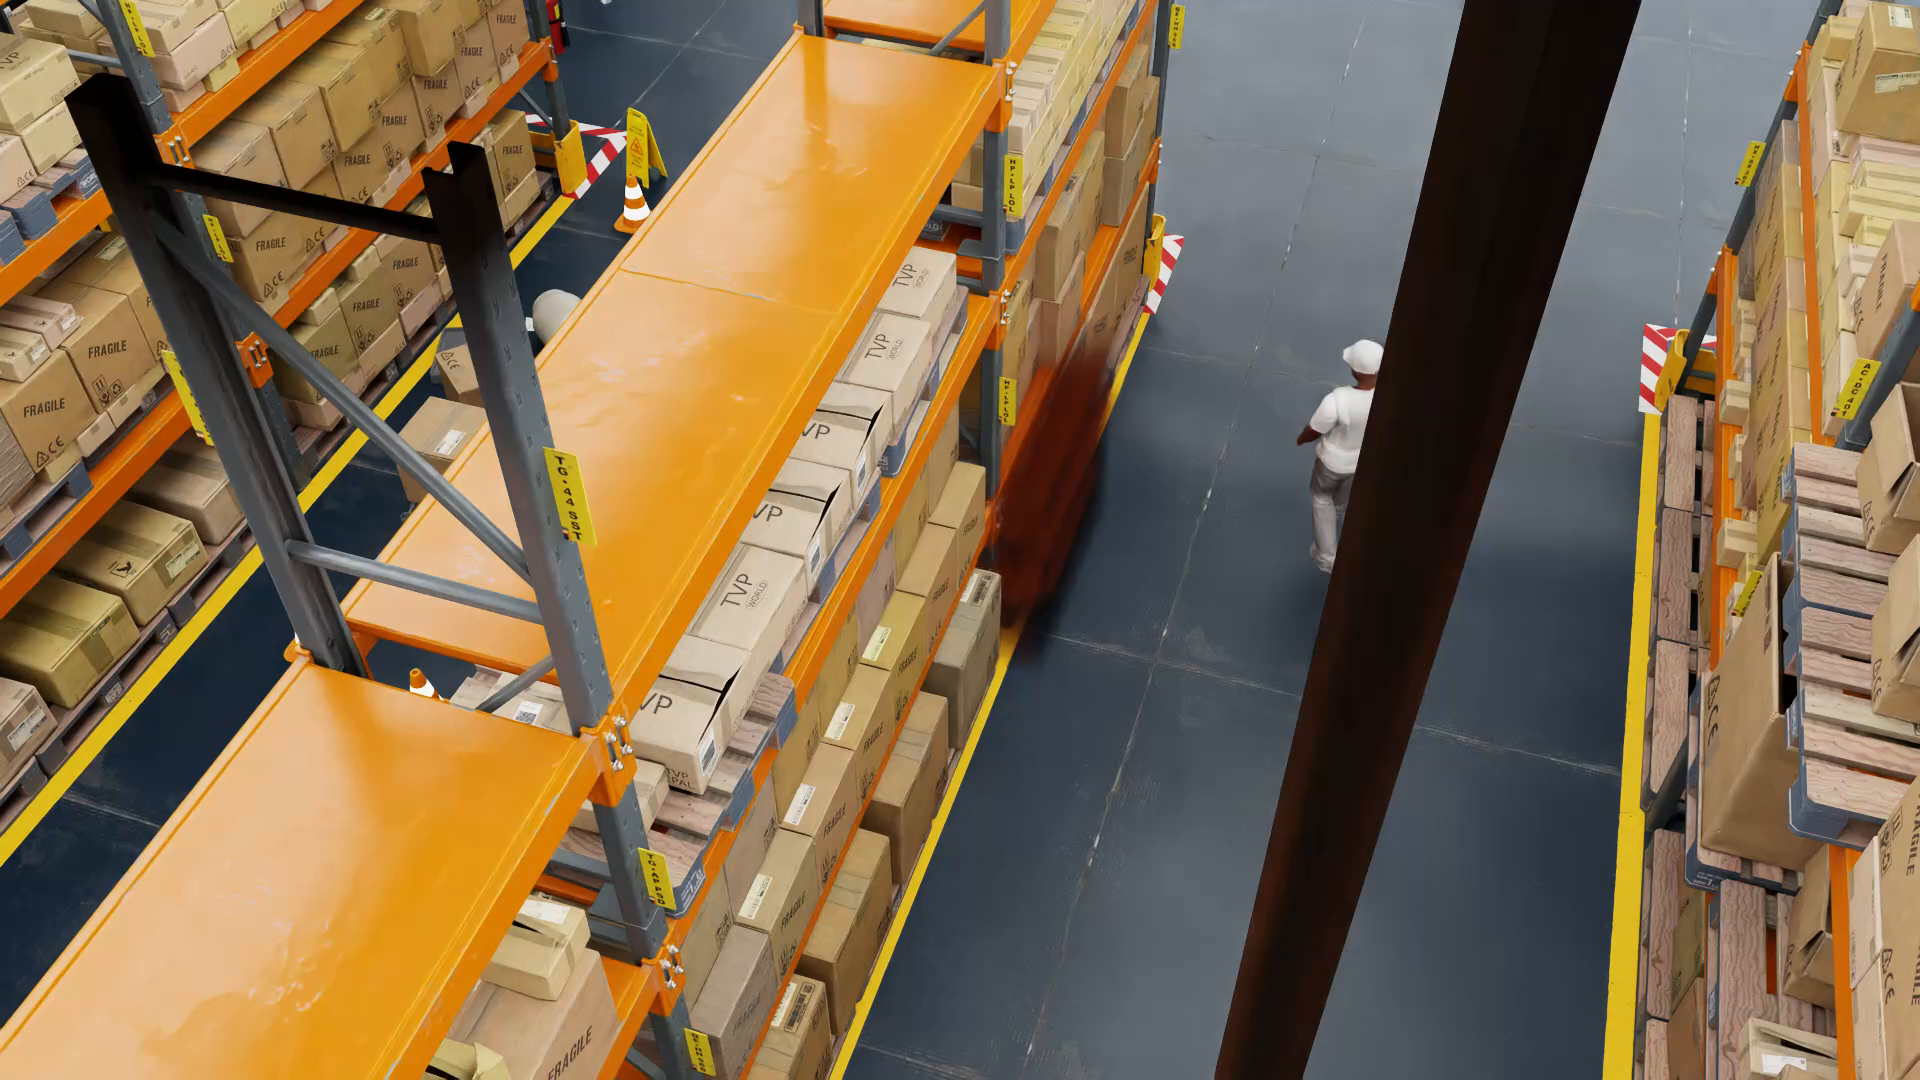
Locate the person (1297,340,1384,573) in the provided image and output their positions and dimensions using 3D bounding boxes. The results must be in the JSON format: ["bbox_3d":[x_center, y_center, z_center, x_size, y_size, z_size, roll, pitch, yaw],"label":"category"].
[{"bbox_3d":[2.345,-0.637,10.205,0.596,1.711,0.790,-7,46,-7],"label":"person"}]

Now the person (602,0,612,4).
[{"bbox_3d":[-3.548,-5.820,15.706,0.649,1.585,0.429,31,53,27],"label":"person"}]
